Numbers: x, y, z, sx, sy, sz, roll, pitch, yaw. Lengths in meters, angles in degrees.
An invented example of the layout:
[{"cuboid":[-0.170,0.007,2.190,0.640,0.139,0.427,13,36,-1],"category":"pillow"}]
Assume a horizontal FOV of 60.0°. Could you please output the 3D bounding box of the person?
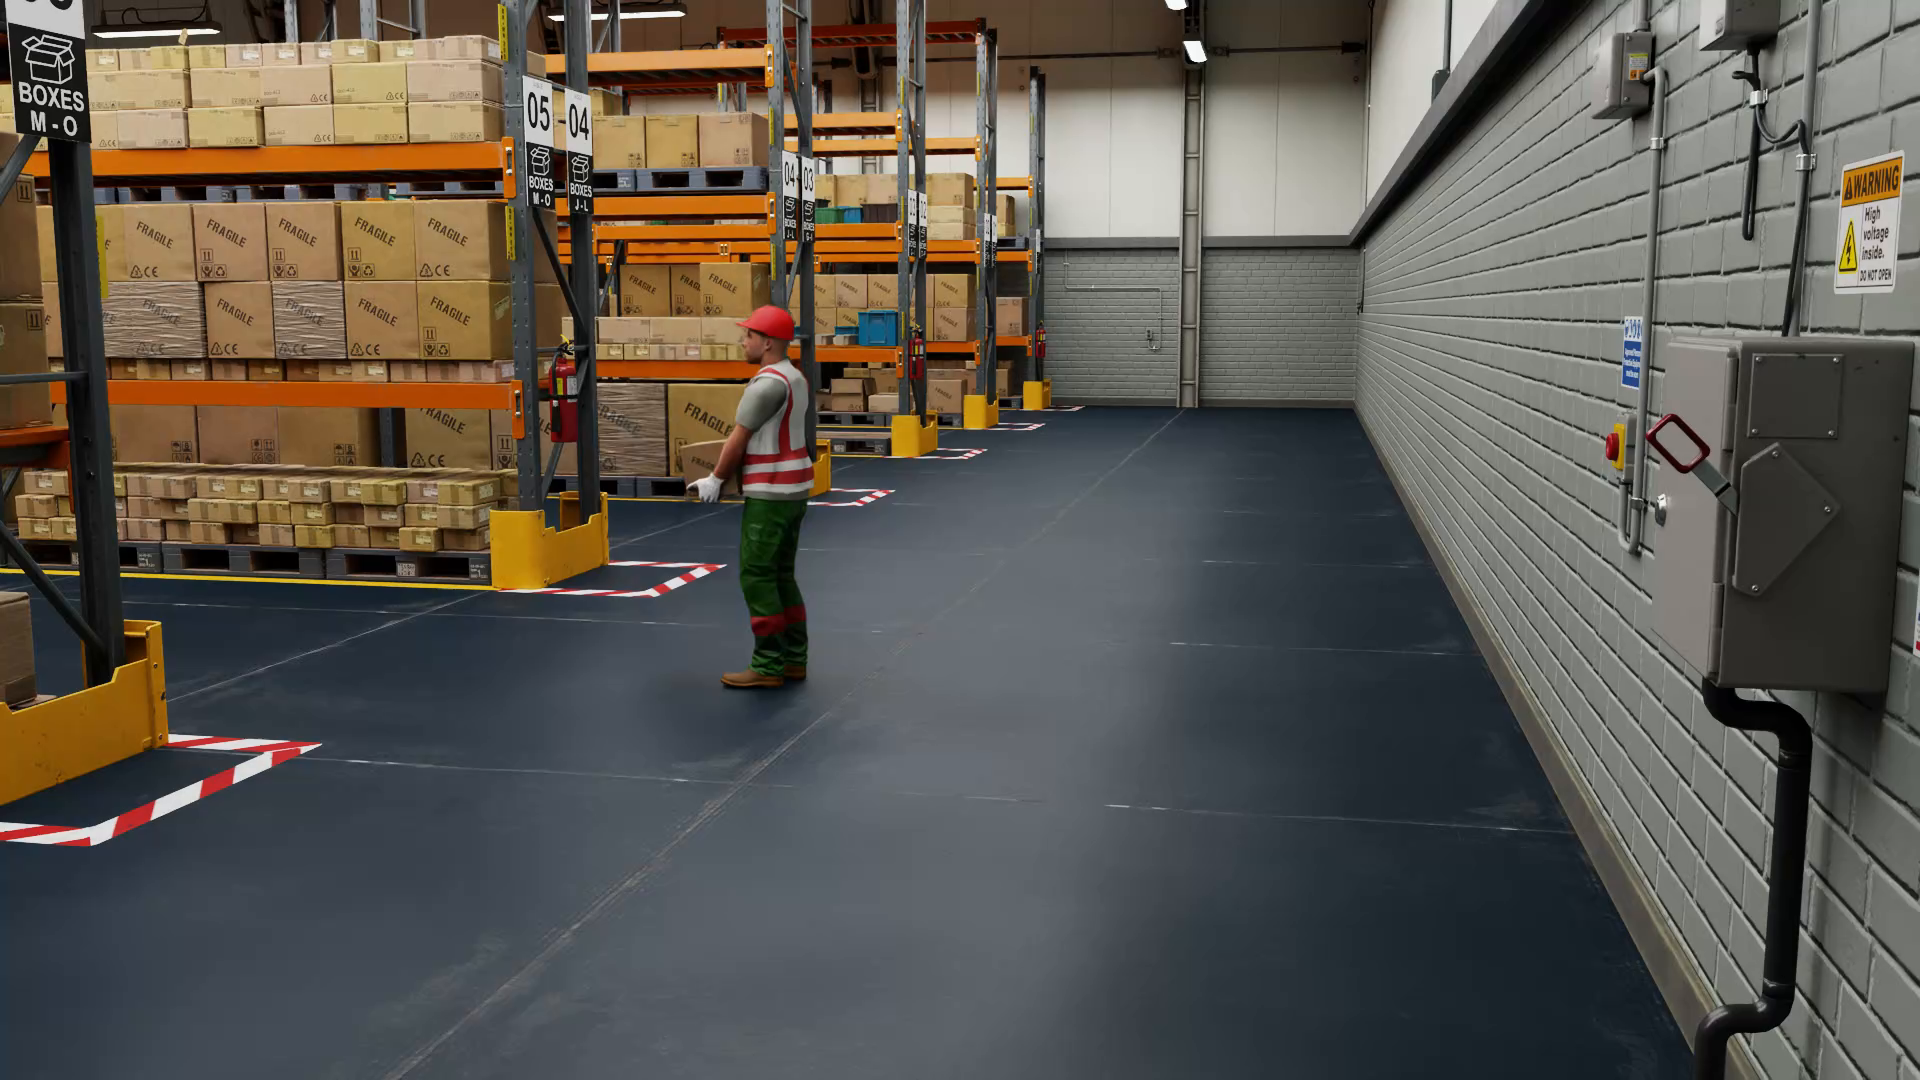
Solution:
[{"cuboid":[-0.979,-0.204,7.835,0.563,1.787,0.495,1,8,11],"category":"person"}]
